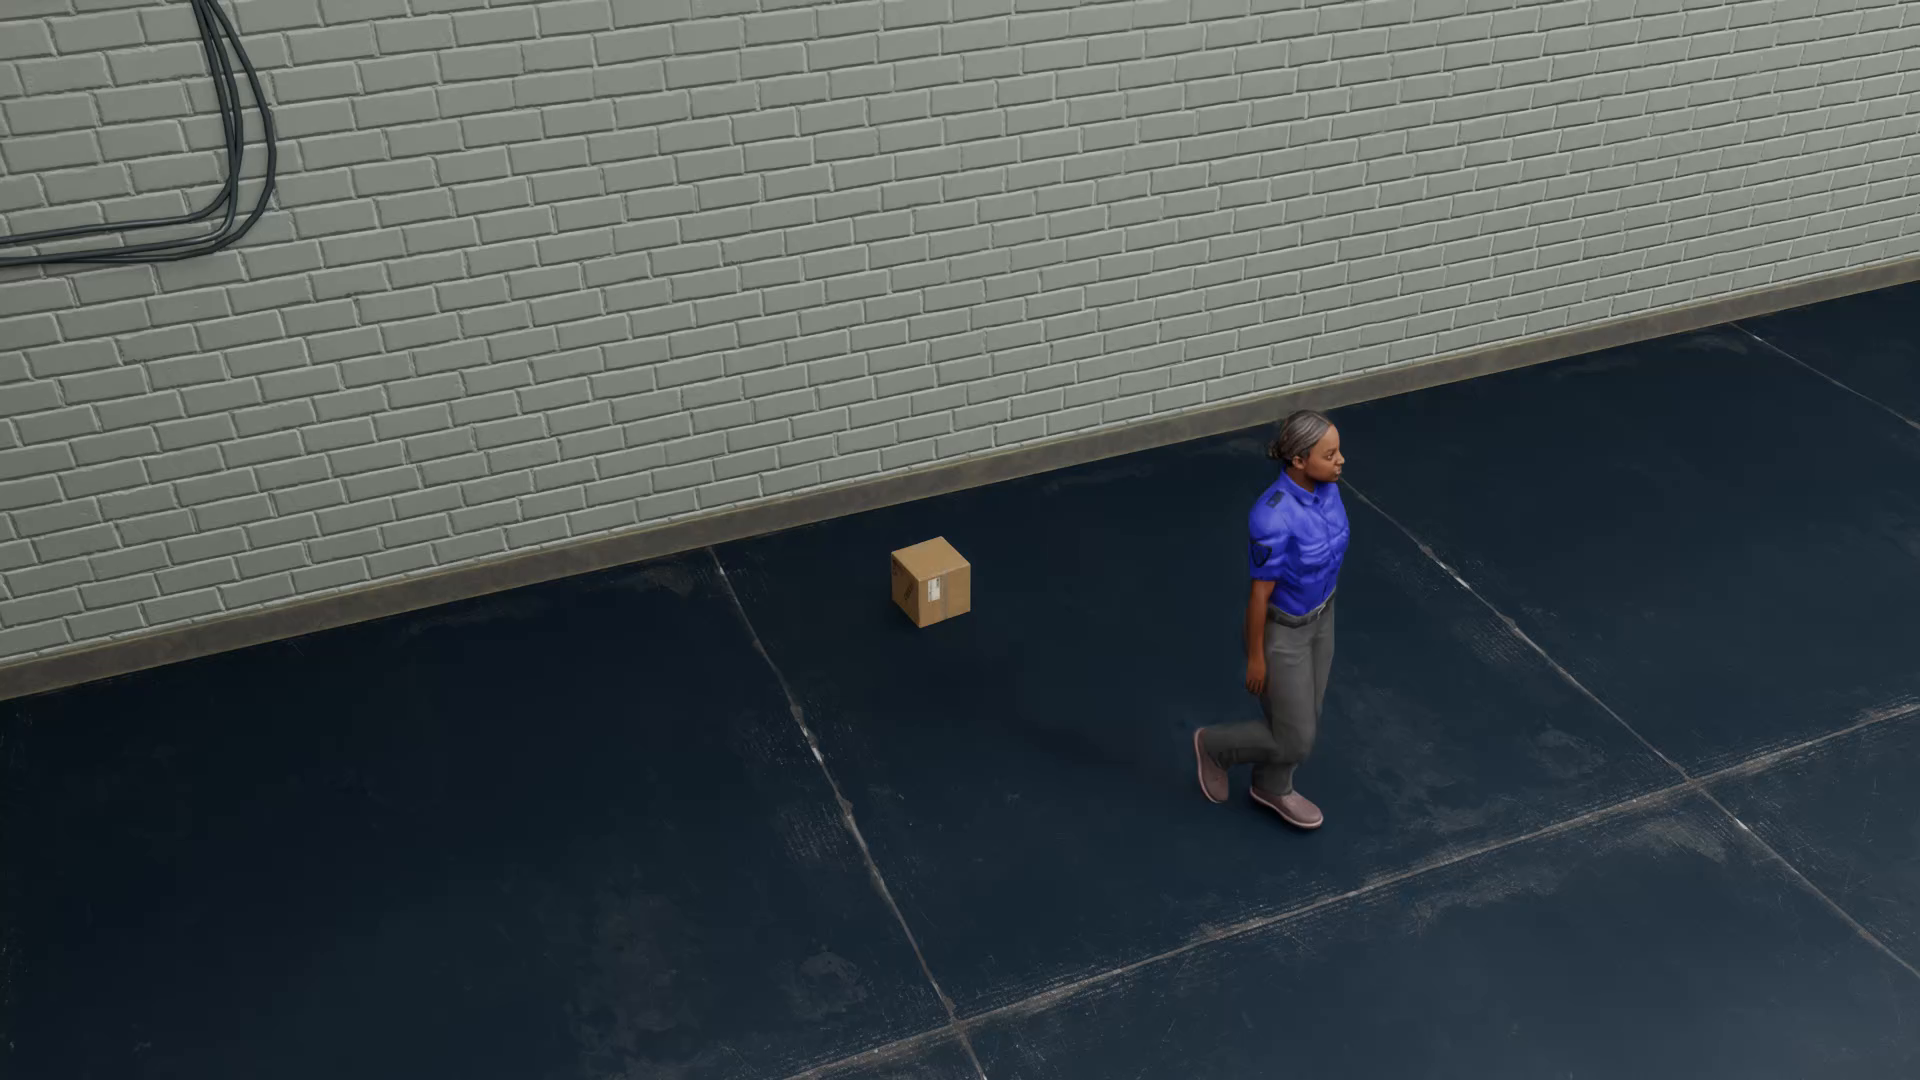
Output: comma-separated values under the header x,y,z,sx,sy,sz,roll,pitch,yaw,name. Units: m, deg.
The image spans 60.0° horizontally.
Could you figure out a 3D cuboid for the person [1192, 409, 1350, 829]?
x,y,z,sx,sy,sz,roll,pitch,yaw,name
1.107,0.339,5.683,0.452,1.542,0.466,25,41,32,person
